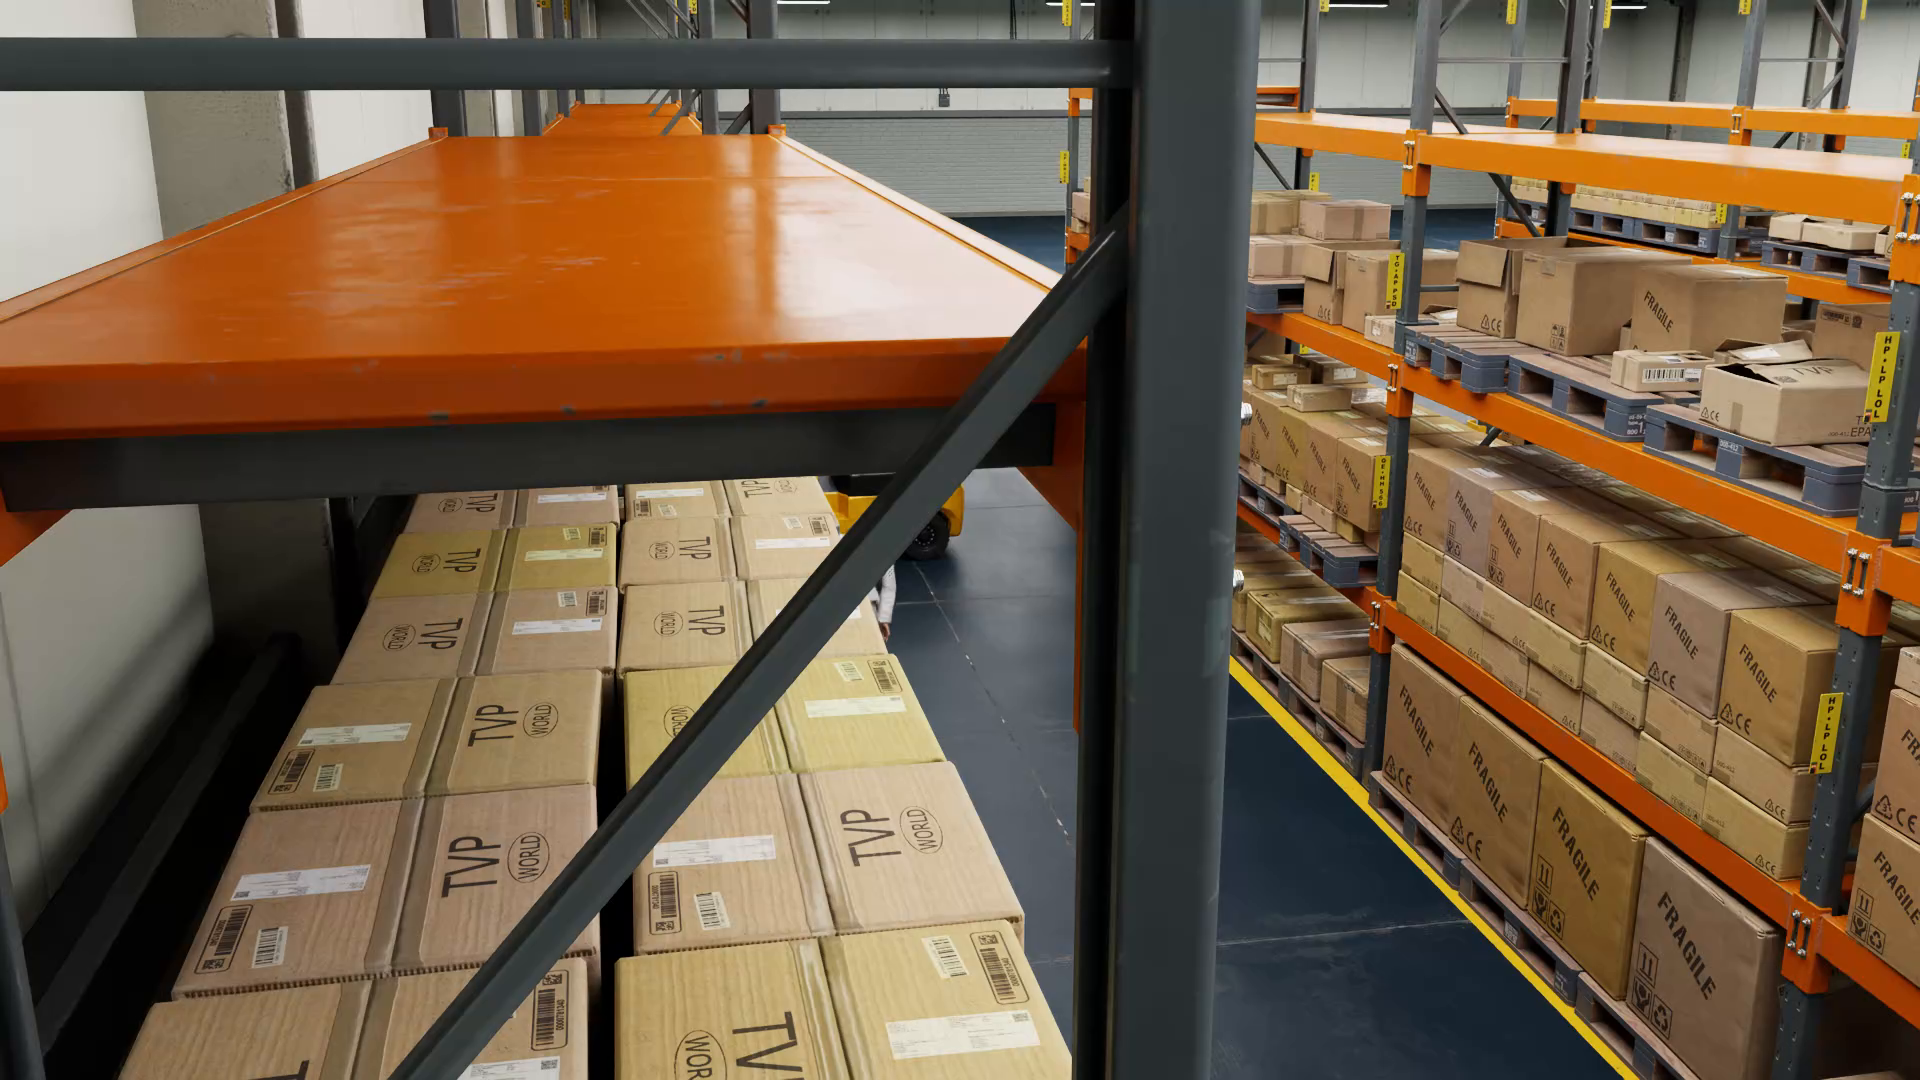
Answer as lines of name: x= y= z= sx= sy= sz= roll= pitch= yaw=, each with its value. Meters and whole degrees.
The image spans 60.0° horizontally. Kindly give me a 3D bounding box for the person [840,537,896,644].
person: x=-0.806 y=0.449 z=12.412 sx=0.632 sy=1.277 sz=0.787 roll=-3 pitch=16 yaw=-10
